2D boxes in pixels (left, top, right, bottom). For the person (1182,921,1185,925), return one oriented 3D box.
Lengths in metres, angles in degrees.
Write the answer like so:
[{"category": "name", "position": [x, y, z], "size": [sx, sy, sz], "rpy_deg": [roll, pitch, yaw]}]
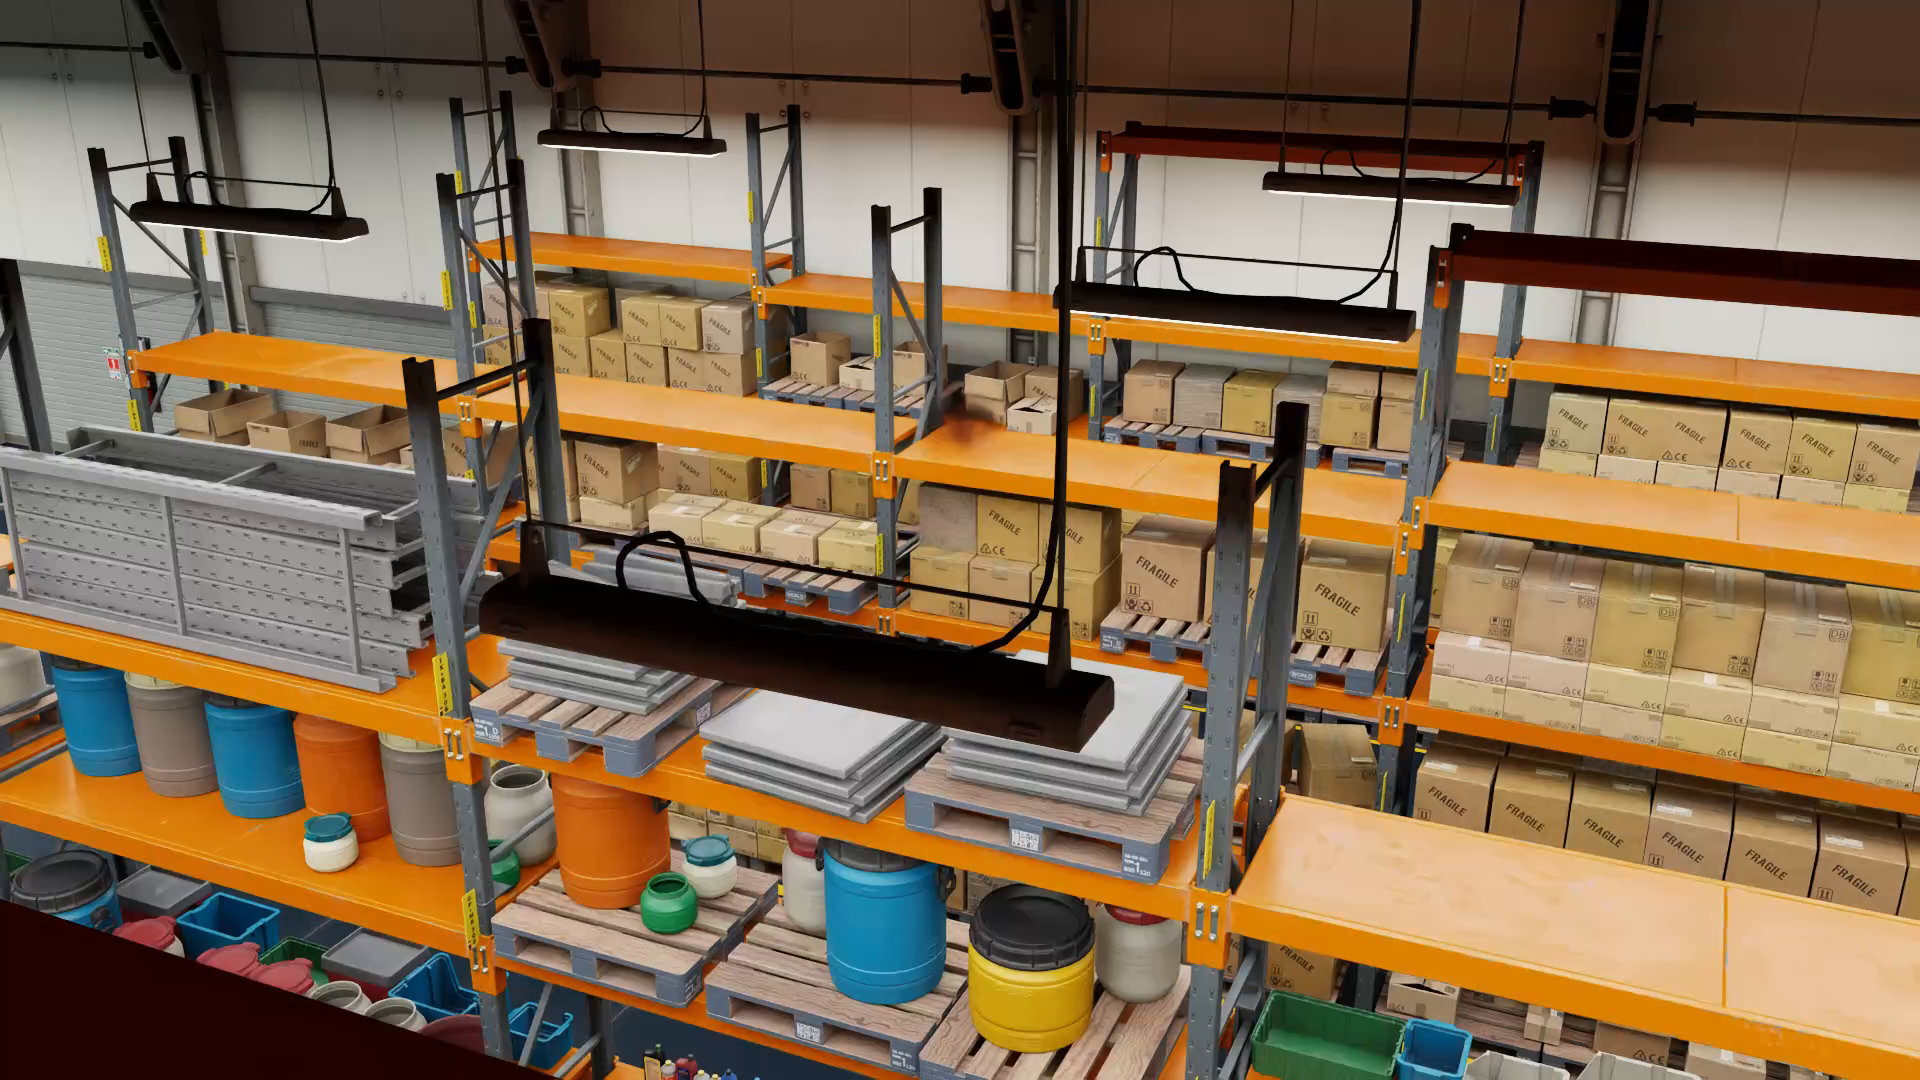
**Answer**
[{"category": "person", "position": [1.320, 3.183, 11.966], "size": [1.018, 1.544, 0.646], "rpy_deg": [10, 23, 25]}]
